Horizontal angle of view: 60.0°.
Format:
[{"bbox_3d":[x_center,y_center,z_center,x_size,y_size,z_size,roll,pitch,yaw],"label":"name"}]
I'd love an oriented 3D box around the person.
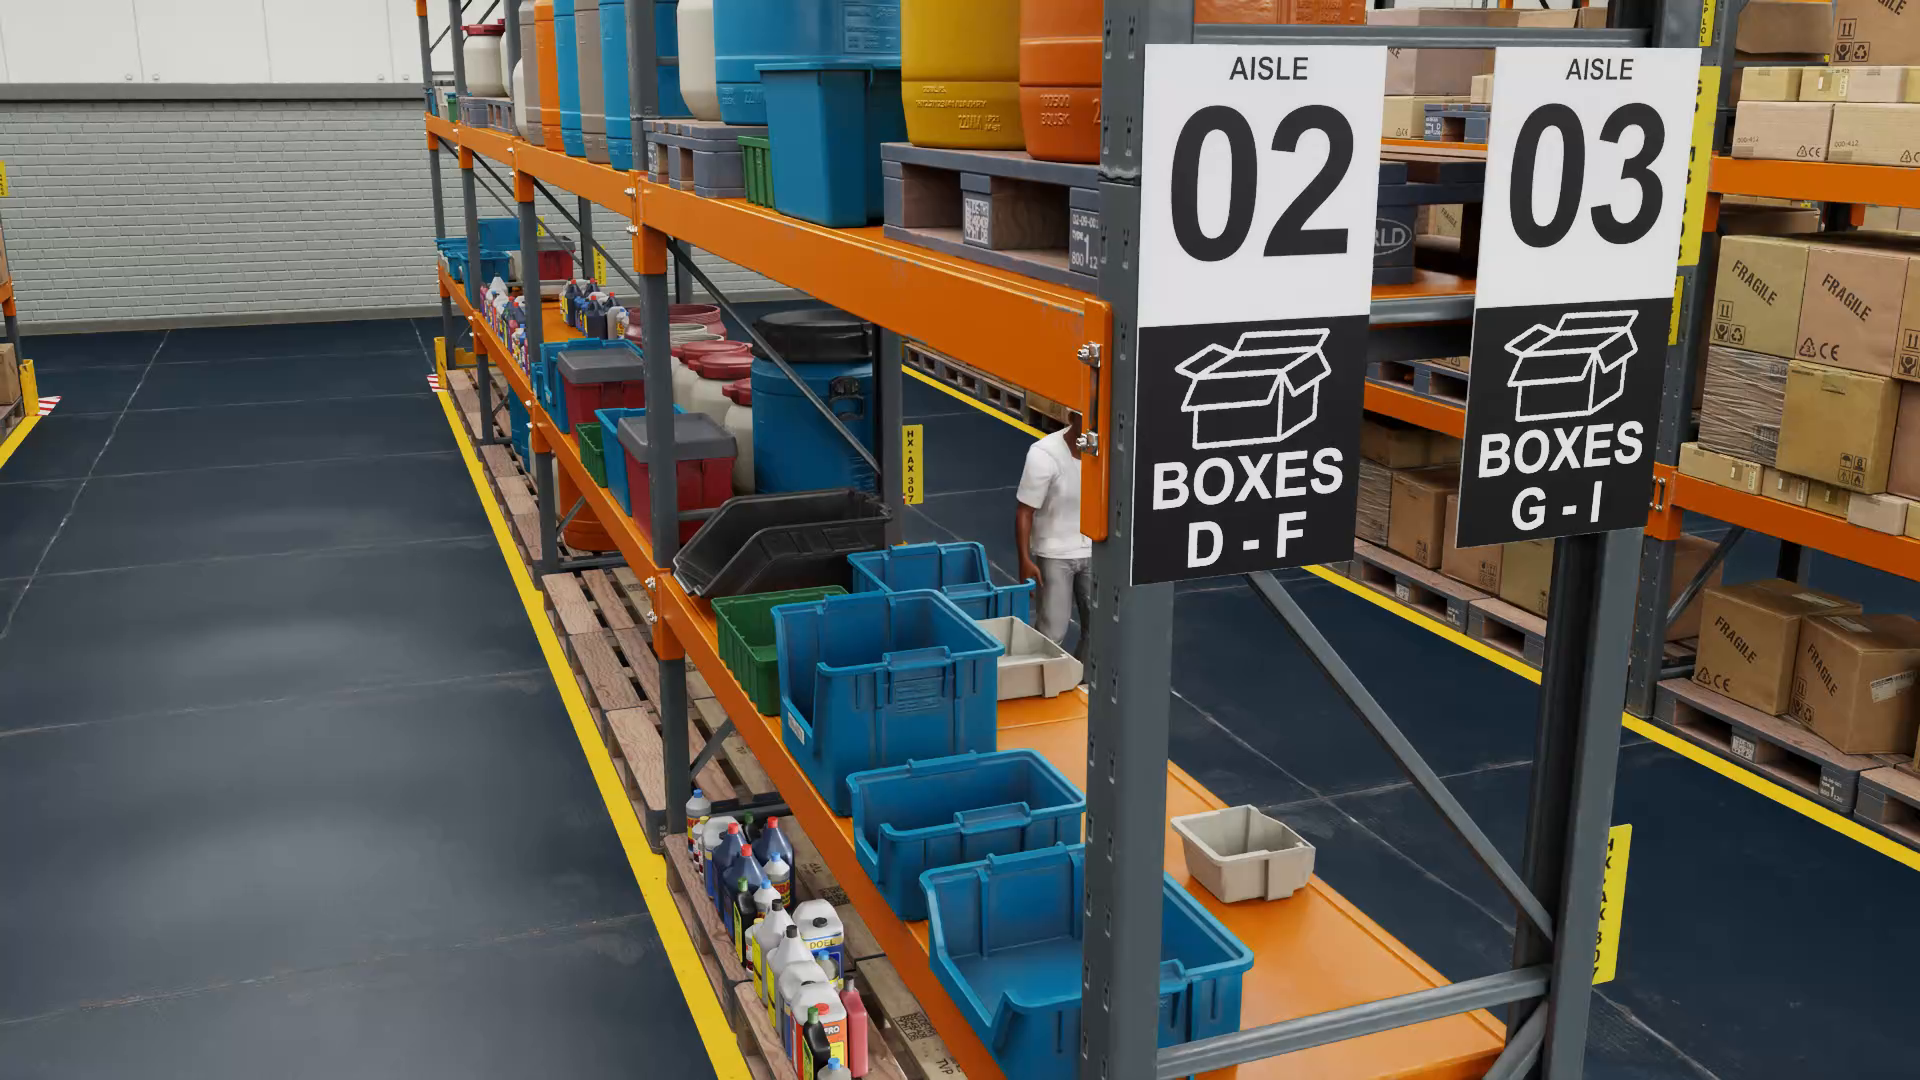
[{"bbox_3d":[0.570,0.085,8.185,0.626,1.760,0.458,-6,17,-22],"label":"person"}]
